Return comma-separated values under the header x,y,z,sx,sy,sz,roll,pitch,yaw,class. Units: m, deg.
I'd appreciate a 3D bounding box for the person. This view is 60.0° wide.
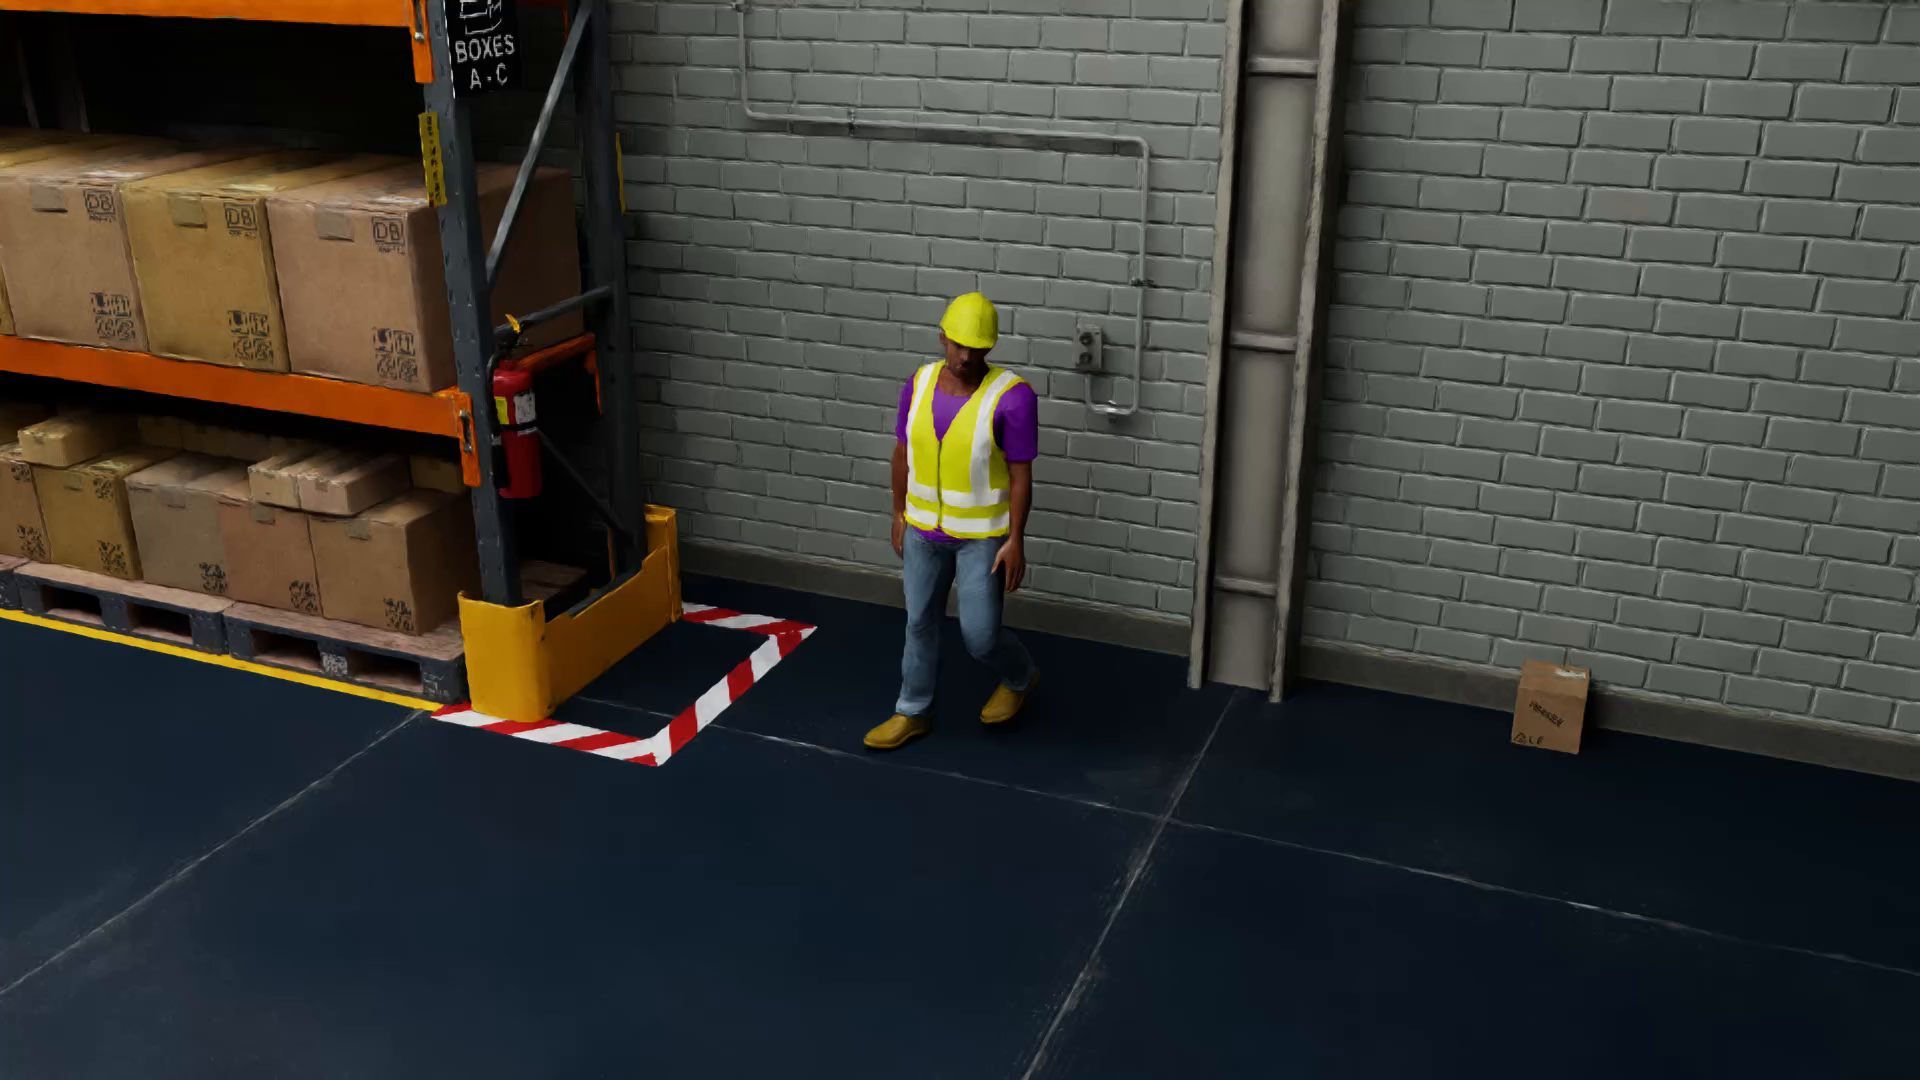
x,y,z,sx,sy,sz,roll,pitch,yaw,class
0.004,-0.052,6.160,0.608,1.756,0.580,12,25,27,person
